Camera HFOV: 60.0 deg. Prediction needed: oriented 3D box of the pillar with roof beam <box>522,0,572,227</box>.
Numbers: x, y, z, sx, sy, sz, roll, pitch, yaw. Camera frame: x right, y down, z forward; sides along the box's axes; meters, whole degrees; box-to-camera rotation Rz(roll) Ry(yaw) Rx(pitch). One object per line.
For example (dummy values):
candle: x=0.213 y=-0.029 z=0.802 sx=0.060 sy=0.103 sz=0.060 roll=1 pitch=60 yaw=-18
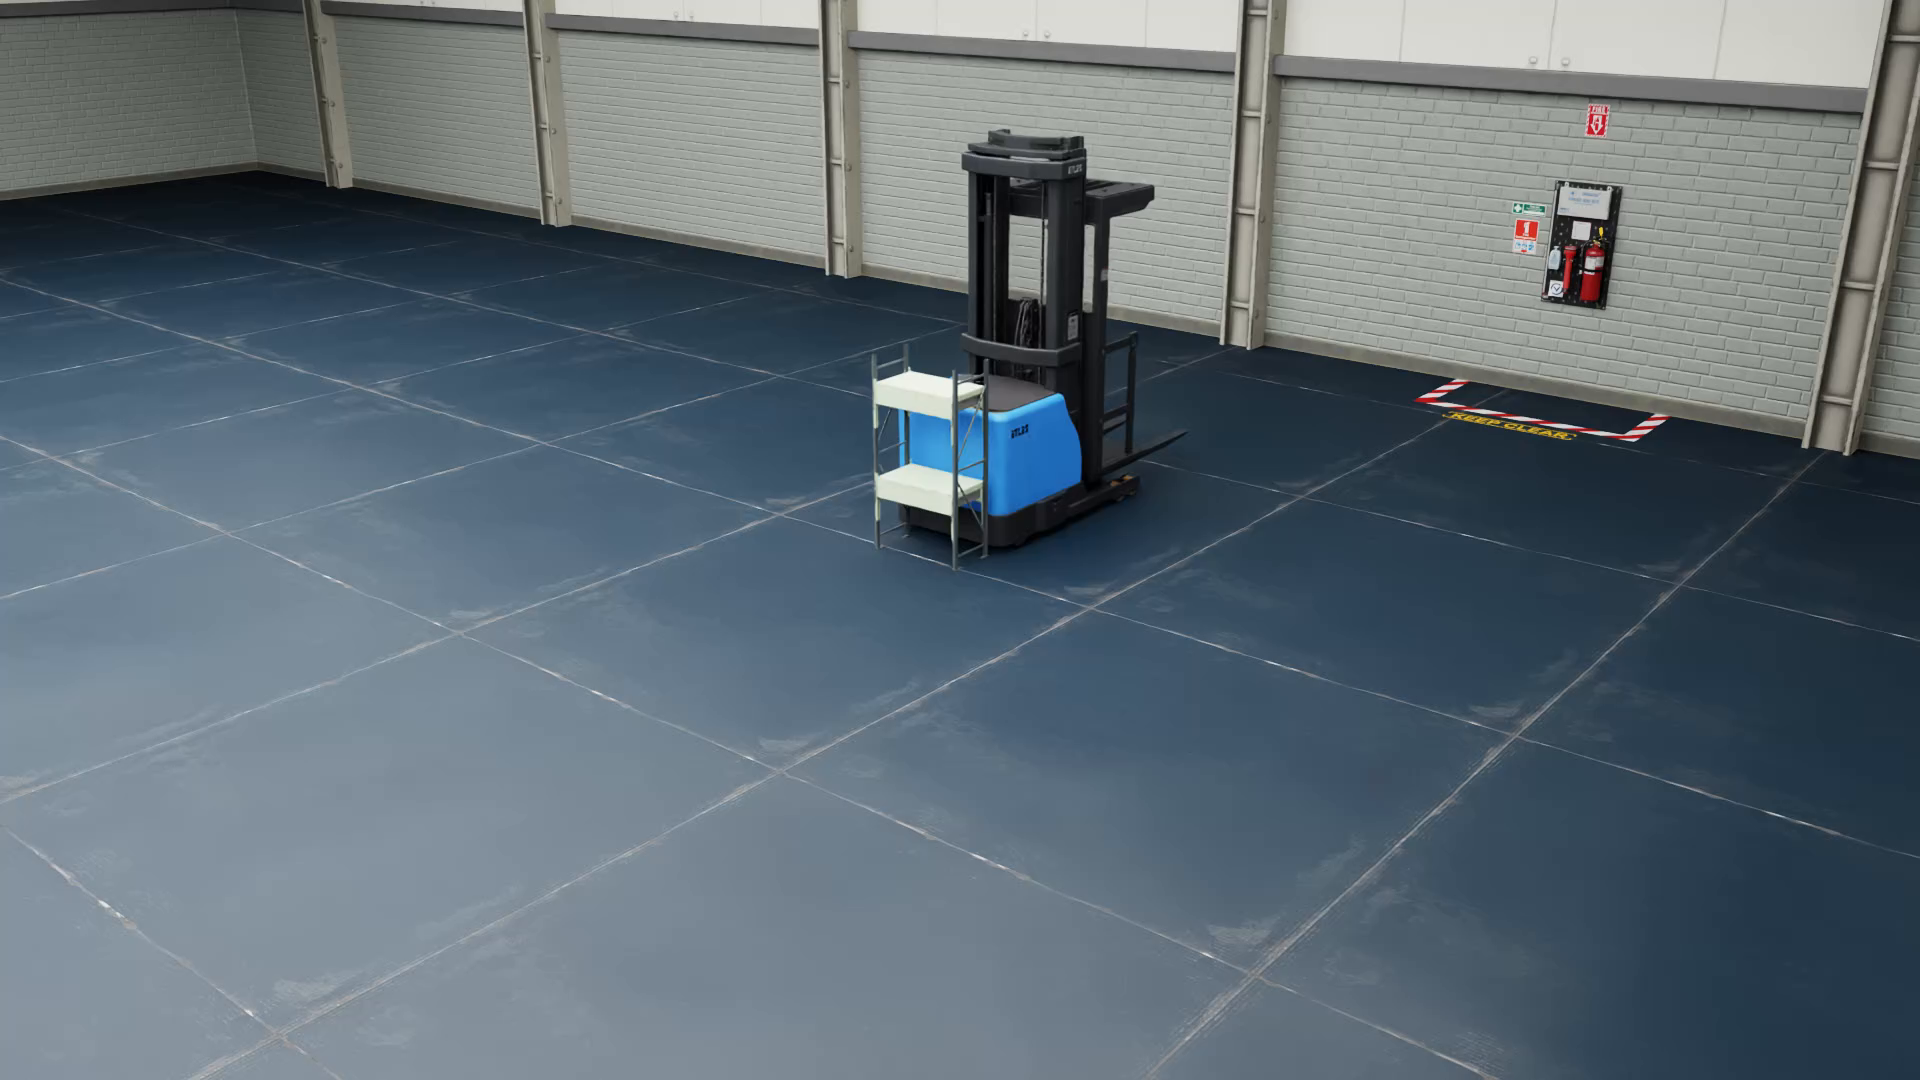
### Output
pillar with roof beam: x=-8.898 y=-7.875 z=20.798 sx=0.400 sy=9.000 sz=9.100 roll=16 pitch=26 yaw=36

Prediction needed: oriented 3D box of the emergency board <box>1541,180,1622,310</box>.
emergency board: x=5.879 y=-2.791 z=15.818 sx=0.643 sy=1.169 sz=0.194 roll=16 pitch=26 yaw=36

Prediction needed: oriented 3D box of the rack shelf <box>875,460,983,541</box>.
rack shelf: x=-0.215 y=-0.300 z=12.261 sx=0.720 sy=0.370 sz=0.431 roll=15 pitch=25 yaw=34

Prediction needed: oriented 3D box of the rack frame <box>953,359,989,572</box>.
rack frame: x=0.077 y=-0.527 z=11.939 sx=0.023 sy=1.500 sz=0.400 roll=15 pitch=25 yaw=34

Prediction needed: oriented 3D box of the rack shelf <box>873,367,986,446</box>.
rack shelf: x=-0.215 y=-0.970 z=12.008 sx=0.720 sy=0.370 sz=0.431 roll=15 pitch=25 yaw=34

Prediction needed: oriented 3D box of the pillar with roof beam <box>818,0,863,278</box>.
pillar with roof beam: x=-4.249 y=-6.537 z=17.249 sx=0.400 sy=9.000 sz=9.100 roll=16 pitch=26 yaw=36

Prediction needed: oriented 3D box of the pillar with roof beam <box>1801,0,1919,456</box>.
pillar with roof beam: x=5.047 y=-3.859 z=10.149 sx=0.400 sy=9.000 sz=9.100 roll=16 pitch=26 yaw=36

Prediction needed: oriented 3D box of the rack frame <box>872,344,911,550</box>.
rack frame: x=-0.507 y=-0.683 z=12.352 sx=0.023 sy=1.500 sz=0.400 roll=15 pitch=25 yaw=34

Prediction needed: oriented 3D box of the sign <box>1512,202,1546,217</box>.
sign: x=5.514 y=-3.204 z=16.111 sx=0.331 sy=0.109 sz=0.001 roll=16 pitch=26 yaw=36

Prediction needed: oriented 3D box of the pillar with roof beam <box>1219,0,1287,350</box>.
pillar with roof beam: x=0.399 y=-5.198 z=13.699 sx=0.400 sy=9.000 sz=9.100 roll=16 pitch=26 yaw=36

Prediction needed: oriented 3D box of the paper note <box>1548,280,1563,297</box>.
paper note: x=5.785 y=-2.437 z=16.128 sx=0.142 sy=0.148 sz=0.016 roll=16 pitch=26 yaw=36

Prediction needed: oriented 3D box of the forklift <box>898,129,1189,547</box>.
forklift: x=0.819 y=-1.775 z=13.220 sx=1.130 sy=2.935 sz=3.031 roll=15 pitch=25 yaw=35

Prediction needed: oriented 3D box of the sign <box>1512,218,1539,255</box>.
sign: x=5.516 y=-2.959 z=16.214 sx=0.234 sy=0.329 sz=0.001 roll=16 pitch=26 yaw=36

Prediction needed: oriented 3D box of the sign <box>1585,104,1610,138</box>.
sign: x=5.936 y=-3.905 z=15.486 sx=0.199 sy=0.298 sz=0.001 roll=16 pitch=26 yaw=36

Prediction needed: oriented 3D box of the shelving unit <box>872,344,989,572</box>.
shelving unit: x=-0.215 y=-0.605 z=12.146 sx=0.755 sy=1.500 sz=0.431 roll=15 pitch=25 yaw=34

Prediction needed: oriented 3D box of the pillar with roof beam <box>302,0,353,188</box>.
pillar with roof beam: x=-13.546 y=-9.214 z=24.348 sx=0.400 sy=9.000 sz=9.100 roll=16 pitch=26 yaw=36
